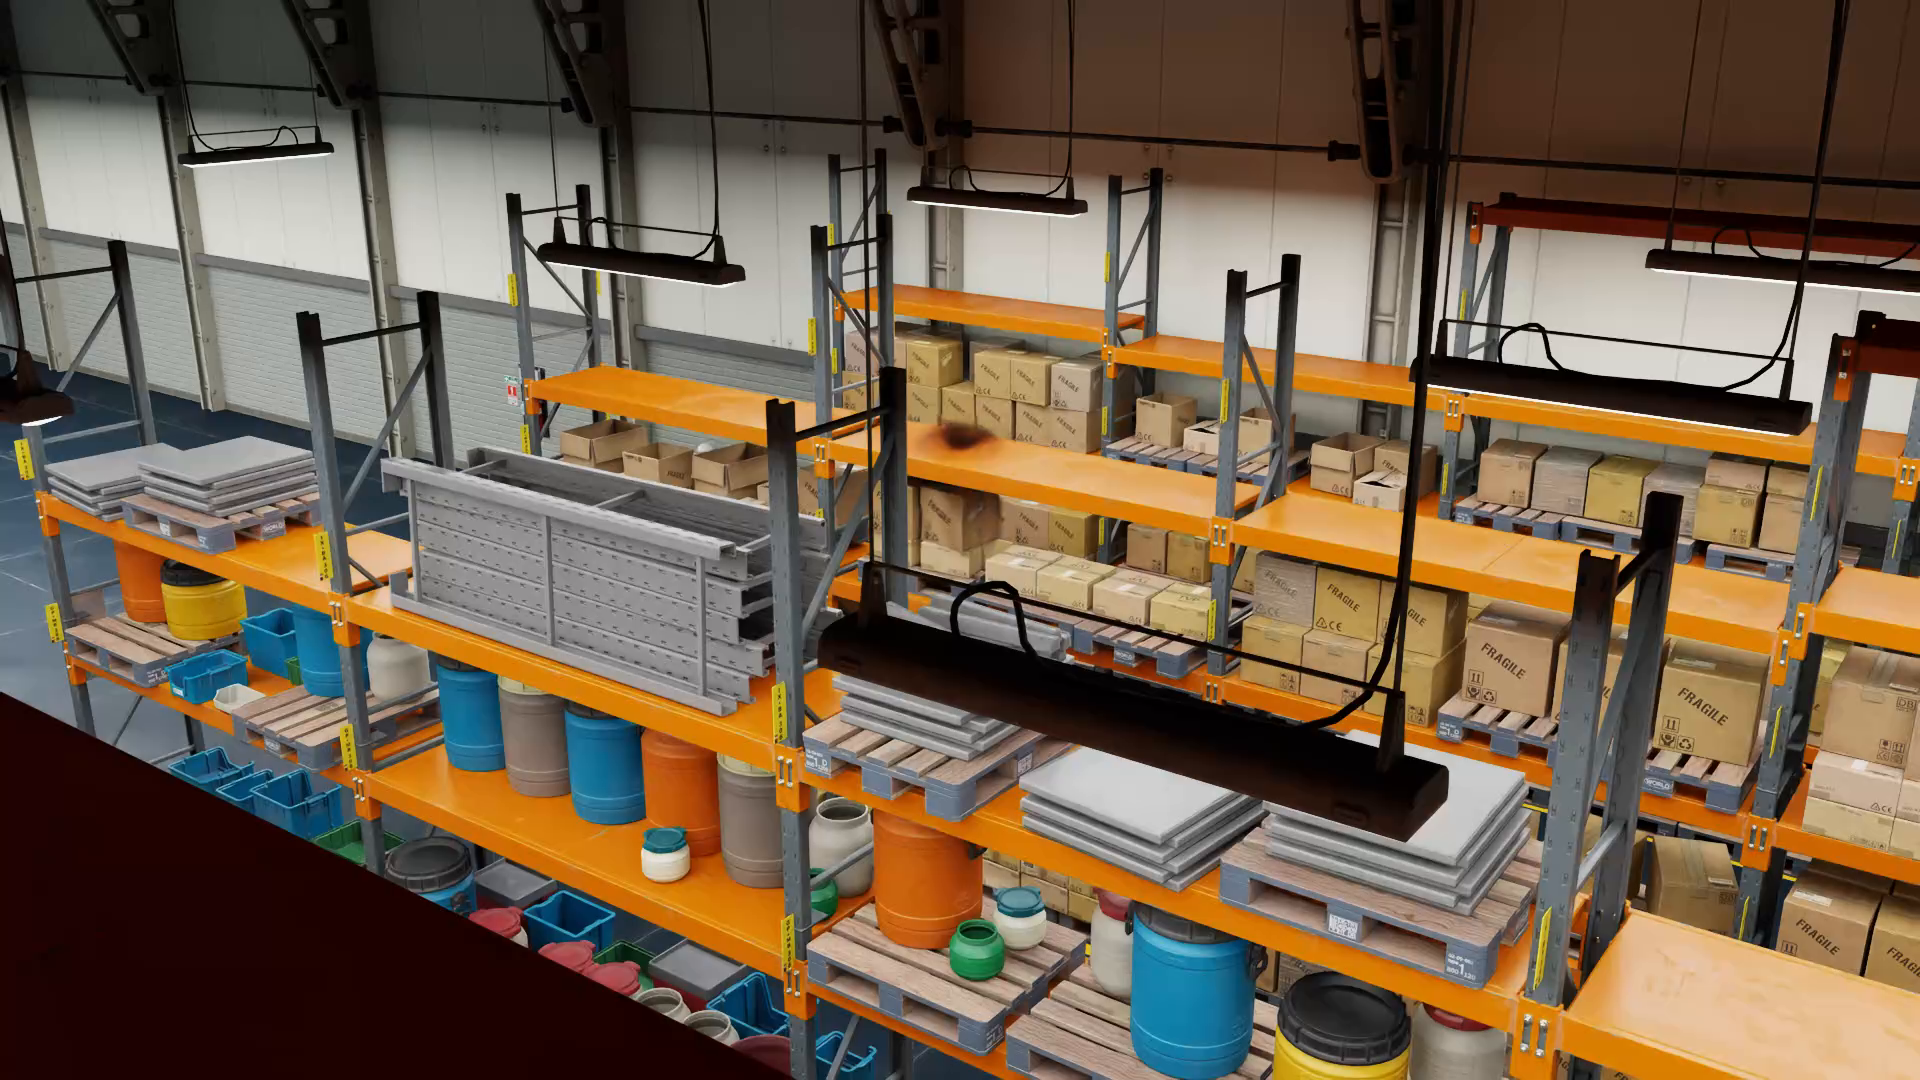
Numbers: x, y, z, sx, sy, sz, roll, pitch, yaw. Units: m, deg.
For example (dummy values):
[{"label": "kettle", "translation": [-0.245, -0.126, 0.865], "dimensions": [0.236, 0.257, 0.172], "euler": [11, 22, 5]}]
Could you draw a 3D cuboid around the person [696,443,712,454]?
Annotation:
[{"label": "person", "translation": [-3.644, -0.546, 23.973], "dimensions": [0.677, 1.786, 0.409], "euler": [14, 23, 35]}]
